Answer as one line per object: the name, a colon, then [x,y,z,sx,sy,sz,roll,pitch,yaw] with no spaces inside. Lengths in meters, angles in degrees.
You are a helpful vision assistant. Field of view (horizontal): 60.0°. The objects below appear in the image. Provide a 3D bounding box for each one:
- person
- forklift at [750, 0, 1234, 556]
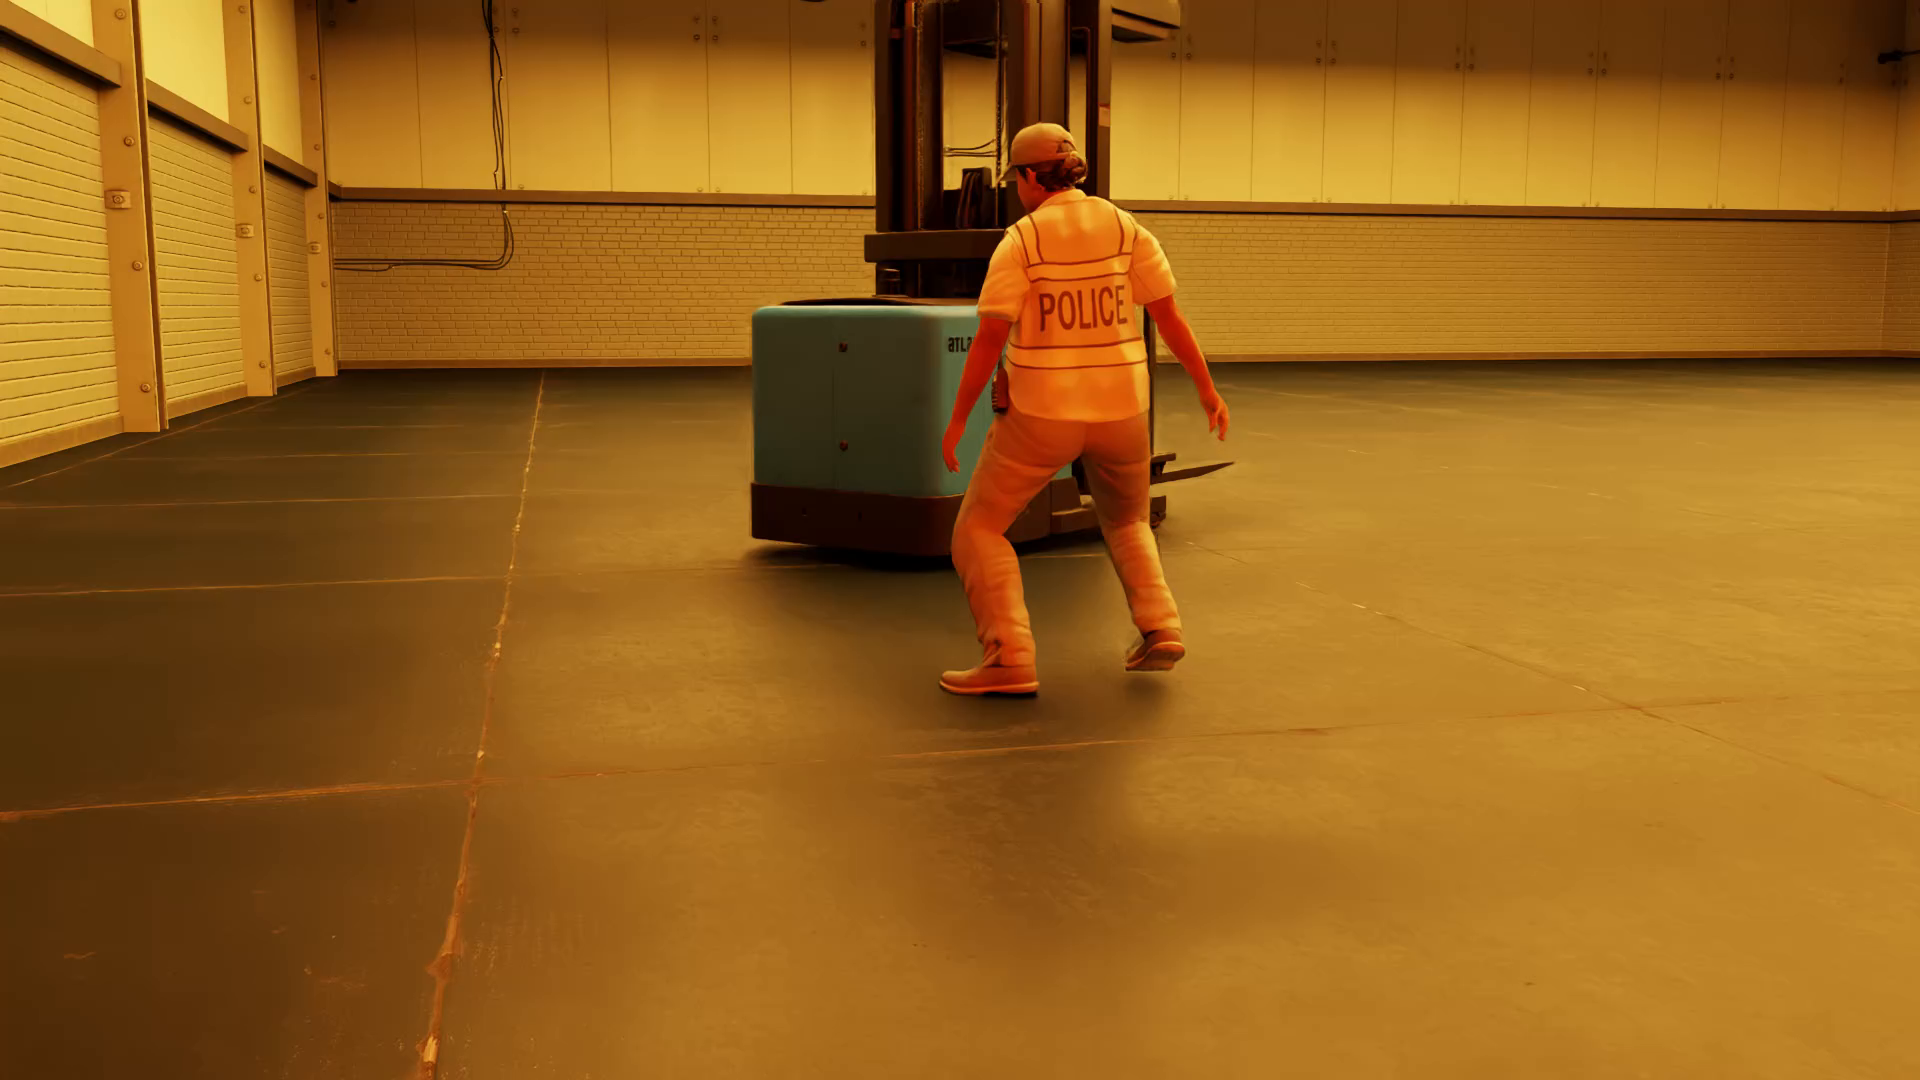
person: [0.348,-0.372,4.704,0.834,1.588,0.484,-2,8,-15]
forklift: [0.356,-1.520,7.996,1.130,2.935,3.031,6,10,36]
